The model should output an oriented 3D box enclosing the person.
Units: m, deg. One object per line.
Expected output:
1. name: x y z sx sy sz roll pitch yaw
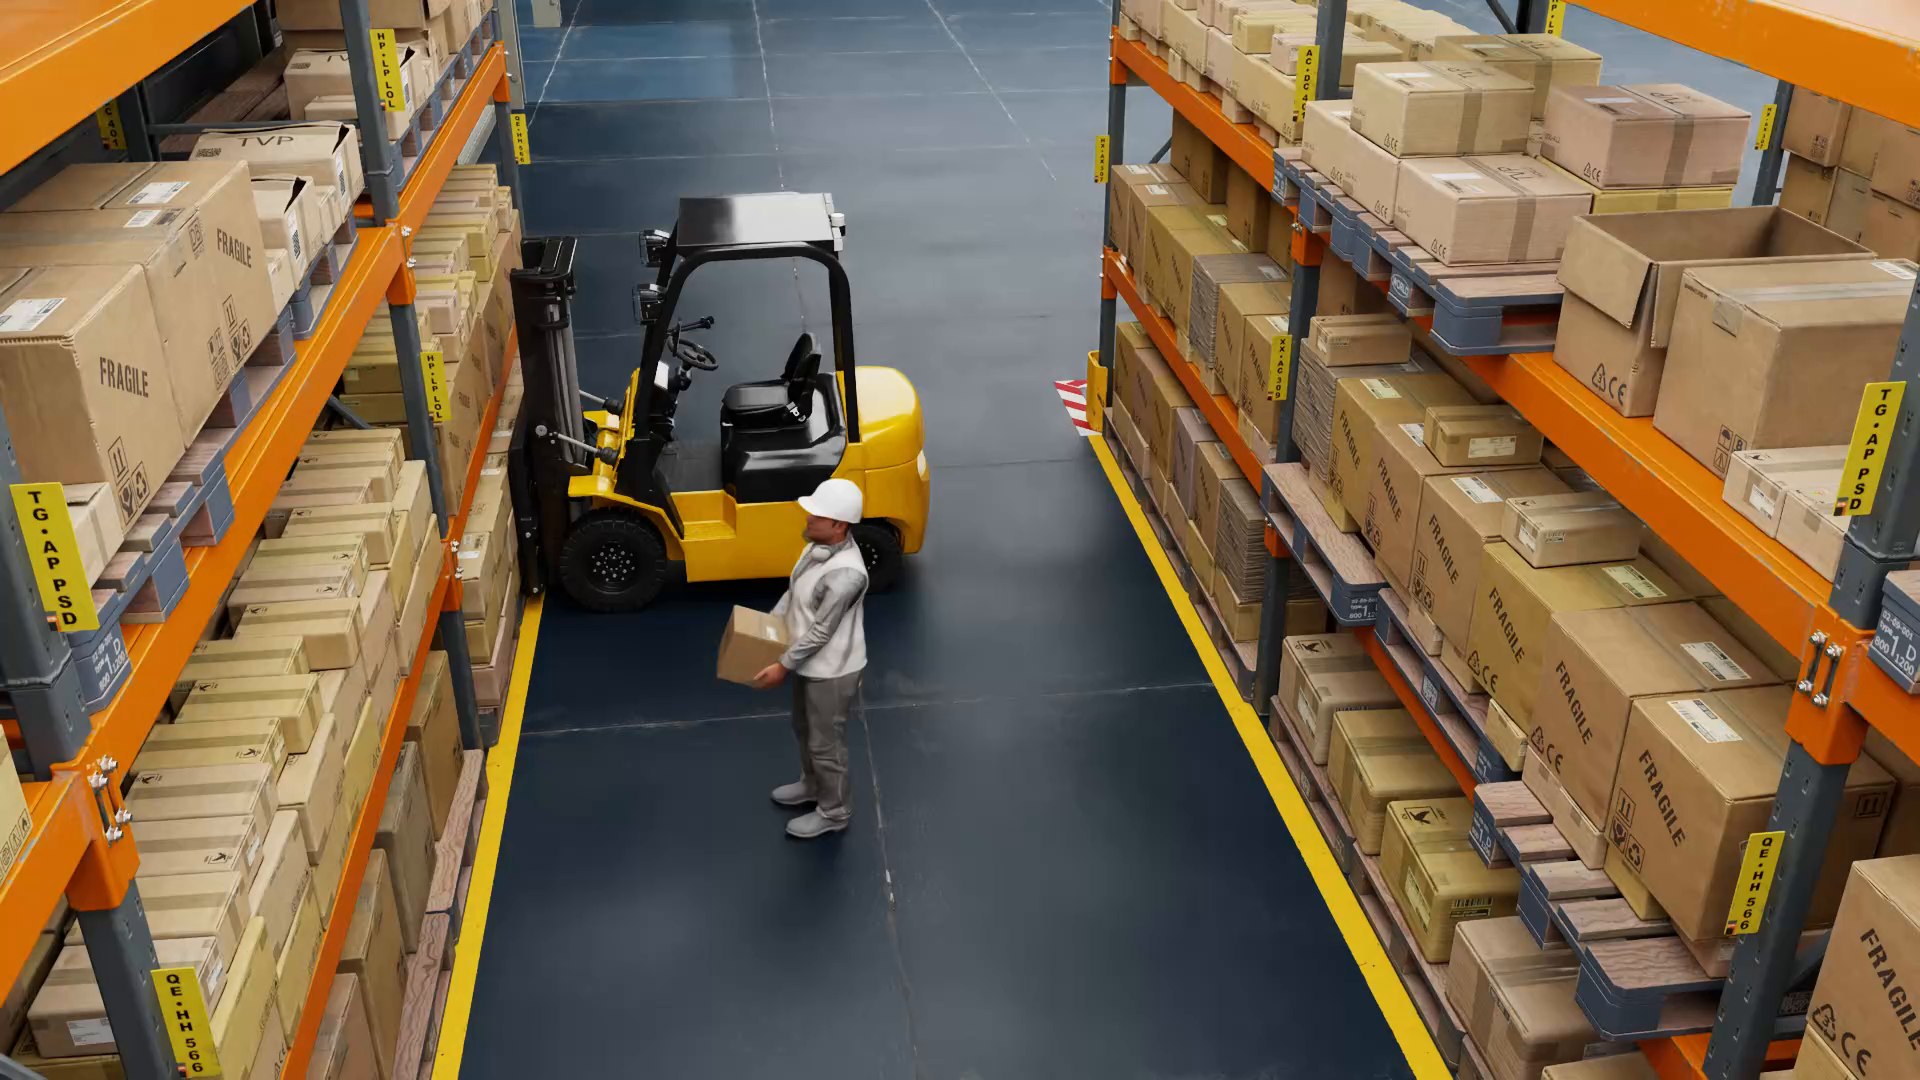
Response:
1. person: -0.687 0.543 7.517 0.540 1.776 0.531 -8 28 -15
